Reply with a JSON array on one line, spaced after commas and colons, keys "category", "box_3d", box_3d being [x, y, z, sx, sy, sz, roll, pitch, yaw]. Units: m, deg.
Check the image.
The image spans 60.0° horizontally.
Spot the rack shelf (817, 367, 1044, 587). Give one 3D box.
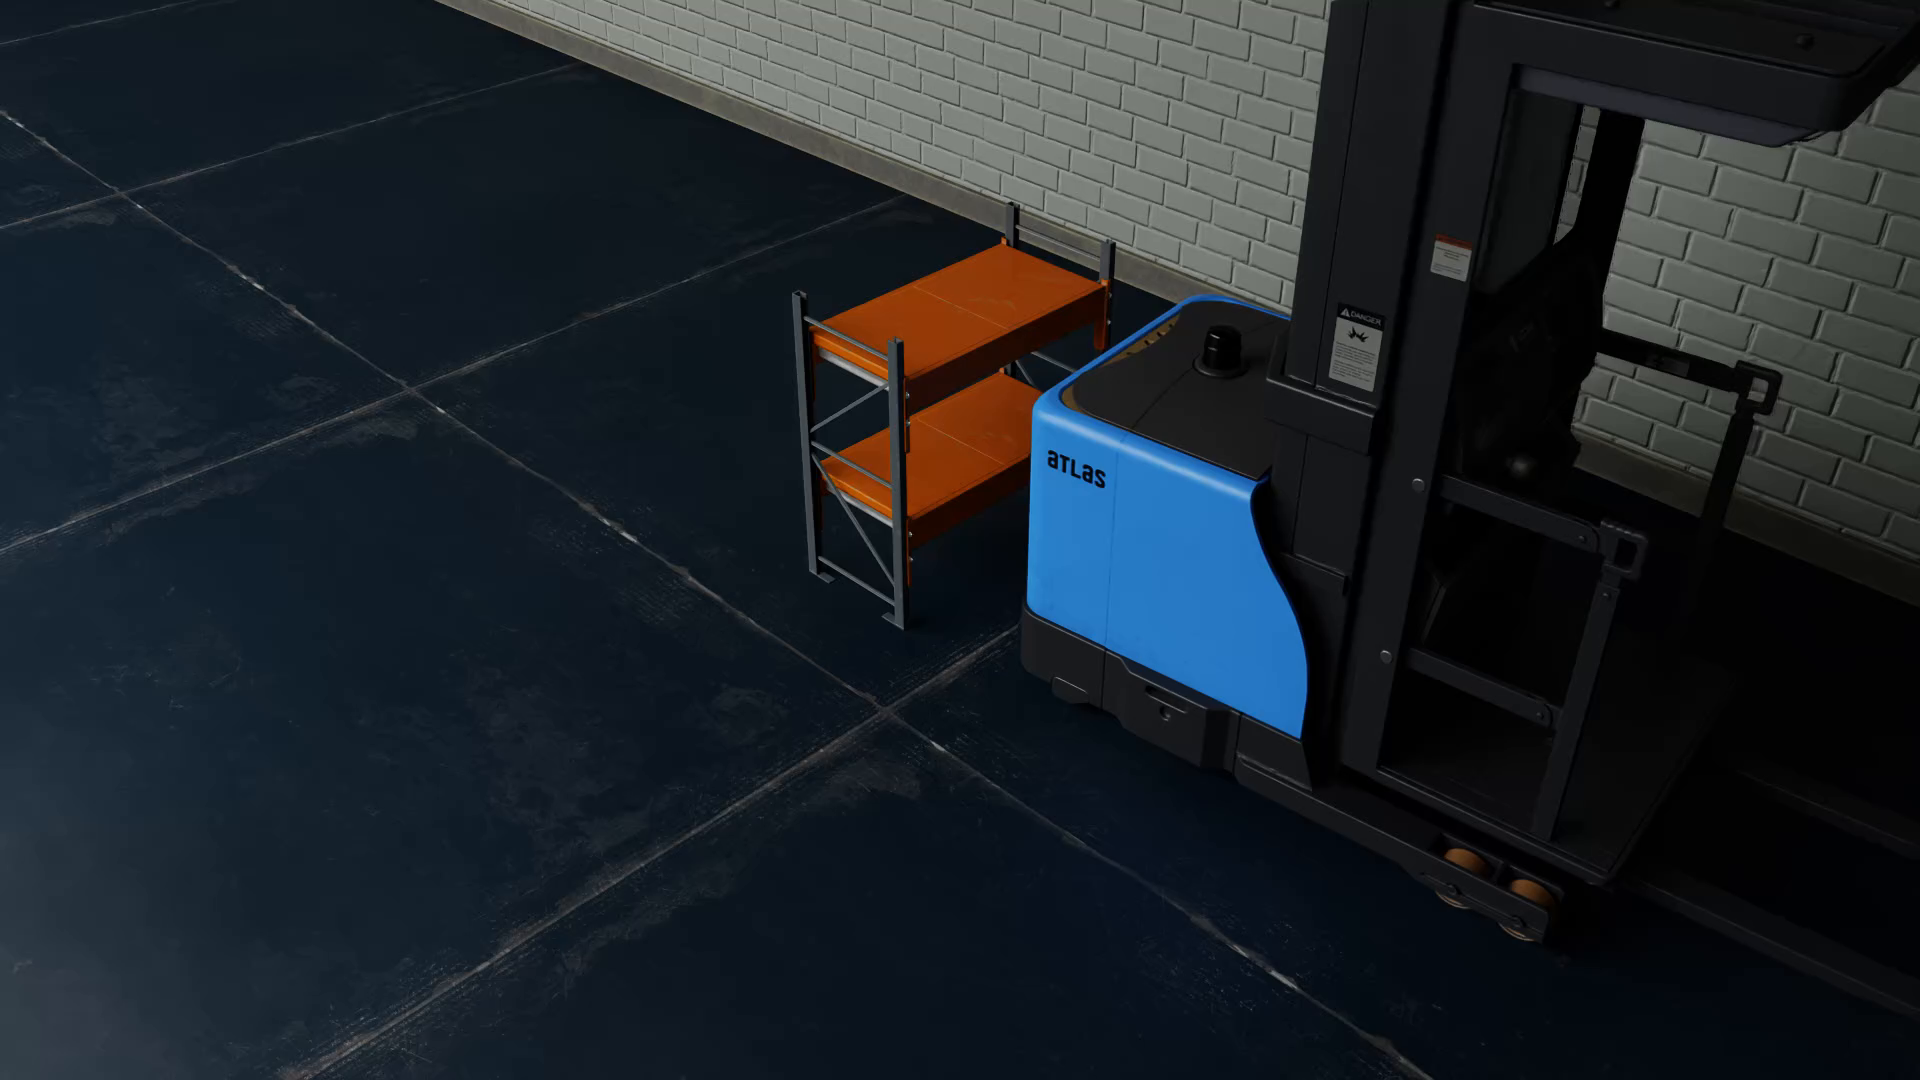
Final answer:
[{"category": "rack shelf", "box_3d": [-0.005, -0.258, 6.064, 0.538, 0.278, 1.000, 30, 45, 35]}]

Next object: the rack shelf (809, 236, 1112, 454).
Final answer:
[{"category": "rack shelf", "box_3d": [-0.005, -0.699, 5.757, 0.538, 0.278, 1.000, 30, 45, 35]}]

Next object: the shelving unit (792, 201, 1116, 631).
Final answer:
[{"category": "shelving unit", "box_3d": [-0.005, -0.459, 5.924, 0.538, 1.125, 1.048, 30, 45, 35]}]

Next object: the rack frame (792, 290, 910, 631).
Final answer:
[{"category": "rack frame", "box_3d": [-0.363, -0.252, 5.628, 0.500, 1.125, 0.032, 30, 45, 35]}]

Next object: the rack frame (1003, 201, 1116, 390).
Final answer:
[{"category": "rack frame", "box_3d": [0.353, -0.665, 6.220, 0.500, 1.125, 0.032, 30, 45, 35]}]

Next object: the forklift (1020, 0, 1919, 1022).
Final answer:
[{"category": "forklift", "box_3d": [1.669, -0.430, 4.304, 3.031, 2.935, 1.130, 25, 42, 31]}]
